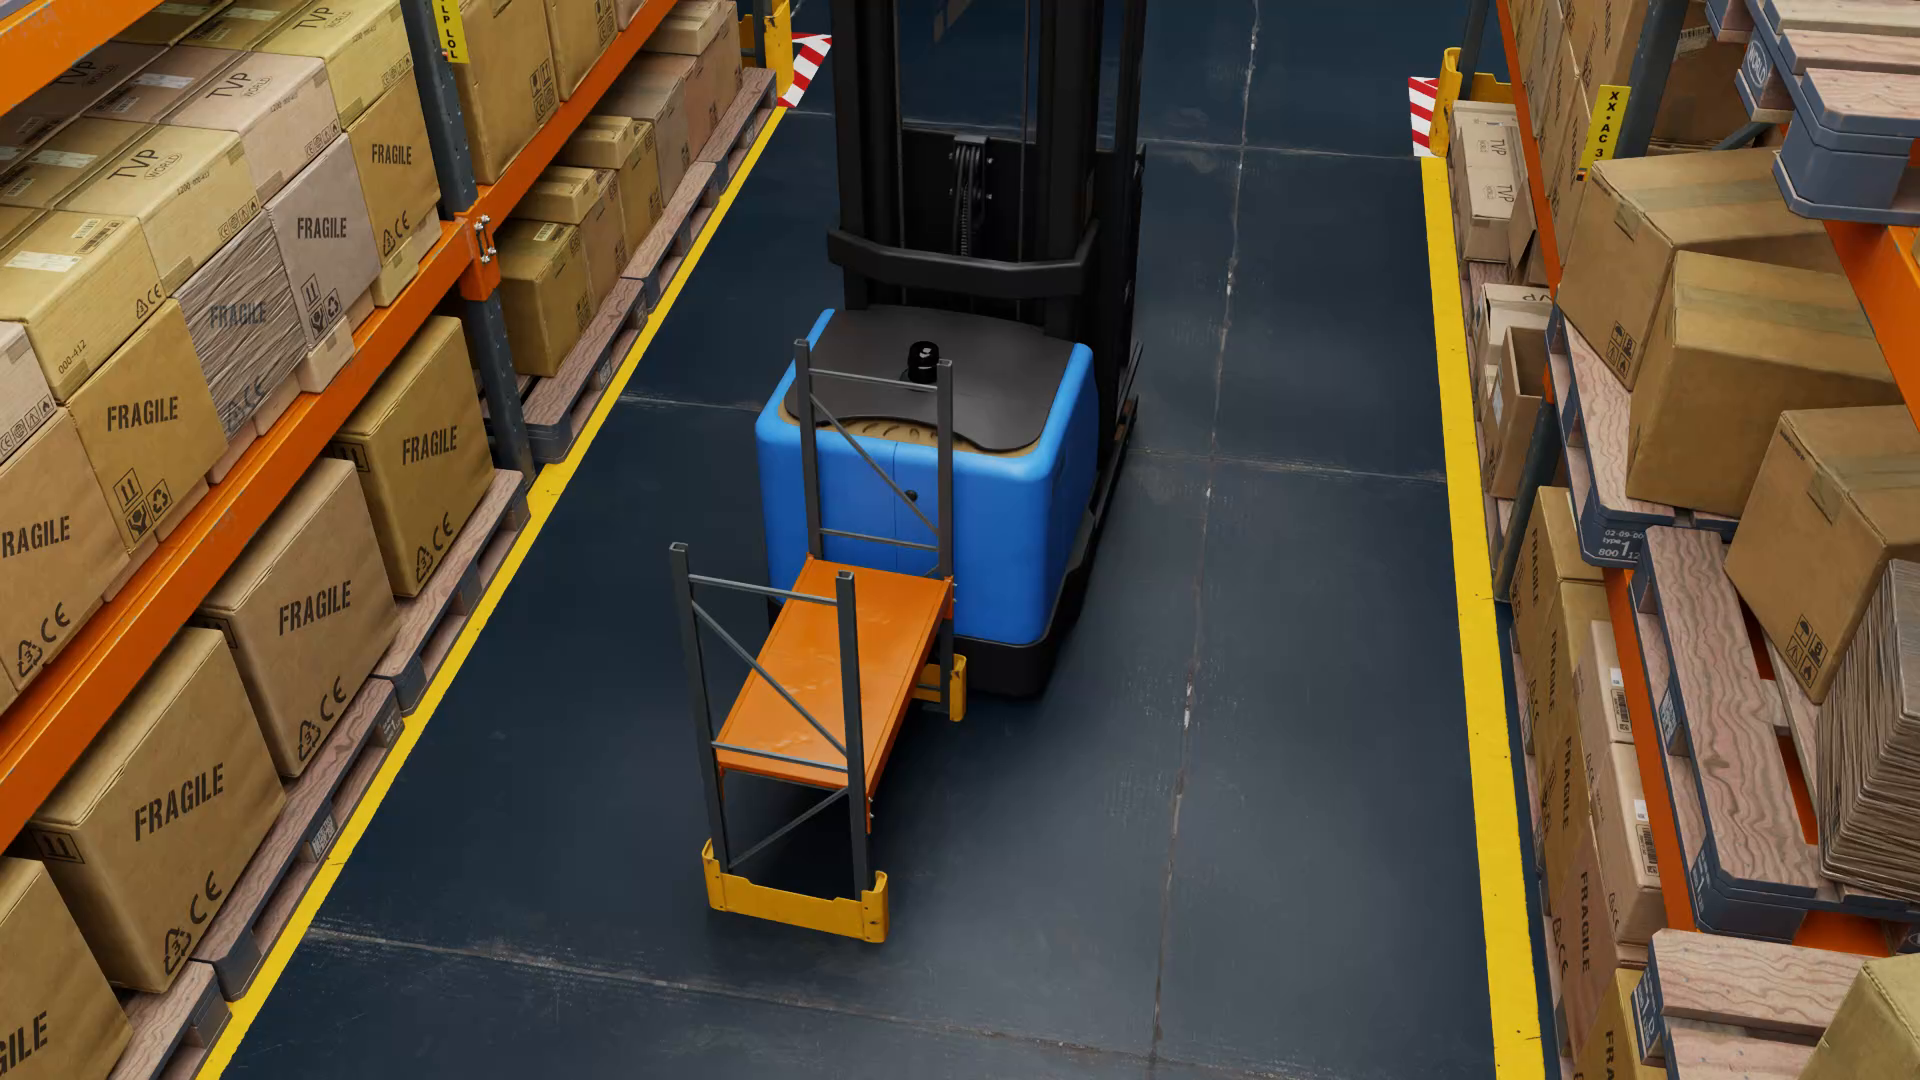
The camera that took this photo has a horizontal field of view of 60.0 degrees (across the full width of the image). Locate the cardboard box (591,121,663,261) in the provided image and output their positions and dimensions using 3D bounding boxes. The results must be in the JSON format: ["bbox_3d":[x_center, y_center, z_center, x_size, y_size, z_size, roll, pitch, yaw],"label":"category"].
[{"bbox_3d":[-1.891,-1.732,8.123,0.700,0.500,0.500,7,40,9],"label":"cardboard box"}]

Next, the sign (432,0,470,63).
[{"bbox_3d":[-1.767,-1.801,5.728,0.100,0.325,0.005,6,40,8],"label":"sign"}]

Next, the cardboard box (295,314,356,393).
[{"bbox_3d":[-2.180,-0.616,5.322,0.380,0.149,0.250,6,40,8],"label":"cardboard box"}]

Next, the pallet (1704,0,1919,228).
[{"bbox_3d":[2.218,-0.926,3.310,1.213,0.211,1.003,6,40,8],"label":"pallet"}]

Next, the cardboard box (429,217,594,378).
[{"bbox_3d":[-2.073,-1.096,7.353,0.700,0.500,0.500,7,40,8],"label":"cardboard box"}]

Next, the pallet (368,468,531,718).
[{"bbox_3d":[-2.362,0.128,6.429,1.003,0.211,1.213,6,40,8],"label":"pallet"}]

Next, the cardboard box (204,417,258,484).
[{"bbox_3d":[-2.346,-0.314,4.957,0.380,0.149,0.250,5,40,6],"label":"cardboard box"}]

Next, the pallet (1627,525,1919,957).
[{"bbox_3d":[2.216,0.468,3.980,1.003,0.211,1.213,6,40,8],"label":"pallet"}]

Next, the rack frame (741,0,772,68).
[{"bbox_3d":[-1.611,-3.949,9.173,1.000,3.000,0.127,6,40,8],"label":"rack frame"}]

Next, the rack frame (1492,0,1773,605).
[{"bbox_3d":[2.576,-0.895,5.479,1.000,3.000,0.127,6,40,8],"label":"rack frame"}]

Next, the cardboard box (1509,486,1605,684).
[{"bbox_3d":[2.253,0.175,5.800,0.500,0.500,0.500,5,40,6],"label":"cardboard box"}]

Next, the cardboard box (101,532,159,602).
[{"bbox_3d":[-2.455,0.015,4.559,0.380,0.149,0.250,7,40,8],"label":"cardboard box"}]

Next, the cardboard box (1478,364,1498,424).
[{"bbox_3d":[2.401,-0.597,7.010,0.380,0.149,0.250,6,40,8],"label":"cardboard box"}]

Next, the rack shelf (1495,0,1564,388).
[{"bbox_3d":[2.923,-1.873,7.226,1.077,0.370,4.000,6,40,8],"label":"rack shelf"}]

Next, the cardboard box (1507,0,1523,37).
[{"bbox_3d":[2.758,-2.556,7.409,0.500,0.500,0.500,6,40,8],"label":"cardboard box"}]

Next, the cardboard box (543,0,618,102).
[{"bbox_3d":[-2.061,-2.351,7.004,0.980,0.700,0.700,5,40,7],"label":"cardboard box"}]

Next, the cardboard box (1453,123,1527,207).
[{"bbox_3d":[2.809,-1.892,8.497,0.500,0.250,0.500,6,40,8],"label":"cardboard box"}]

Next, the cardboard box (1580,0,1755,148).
[{"bbox_3d":[2.409,-1.665,5.547,0.500,0.500,0.500,7,40,8],"label":"cardboard box"}]

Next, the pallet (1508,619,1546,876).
[{"bbox_3d":[2.473,0.694,5.745,1.003,0.211,1.213,6,40,8],"label":"pallet"}]

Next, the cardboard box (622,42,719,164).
[{"bbox_3d":[-1.720,-2.384,8.911,0.700,0.500,0.500,6,40,8],"label":"cardboard box"}]

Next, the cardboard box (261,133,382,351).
[{"bbox_3d":[-2.213,-0.961,5.231,0.500,0.500,0.500,7,40,8],"label":"cardboard box"}]

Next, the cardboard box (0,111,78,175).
[{"bbox_3d":[-2.805,-0.985,4.671,0.500,0.250,0.500,5,40,6],"label":"cardboard box"}]

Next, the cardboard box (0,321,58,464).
[{"bbox_3d":[-2.488,-0.287,3.827,0.500,0.250,0.500,7,40,8],"label":"cardboard box"}]

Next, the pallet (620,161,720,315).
[{"bbox_3d":[-1.886,-1.601,8.521,1.003,0.211,1.213,6,40,8],"label":"pallet"}]

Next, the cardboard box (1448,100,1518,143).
[{"bbox_3d":[2.858,-2.252,9.011,0.380,0.149,0.250,6,40,8],"label":"cardboard box"}]

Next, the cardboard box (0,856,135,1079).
[{"bbox_3d":[-2.739,1.291,4.192,0.750,0.750,0.750,6,40,7],"label":"cardboard box"}]

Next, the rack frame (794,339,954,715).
[{"bbox_3d":[-0.268,0.003,5.569,0.500,1.500,0.032,9,40,11],"label":"rack frame"}]

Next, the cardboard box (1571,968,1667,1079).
[{"bbox_3d":[1.905,1.471,4.233,0.500,0.500,0.500,5,40,6],"label":"cardboard box"}]

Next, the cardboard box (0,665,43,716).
[{"bbox_3d":[-2.570,0.329,4.179,0.380,0.149,0.250,7,40,9],"label":"cardboard box"}]

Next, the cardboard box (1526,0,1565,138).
[{"bbox_3d":[2.585,-1.922,6.642,0.500,0.500,0.500,7,40,9],"label":"cardboard box"}]

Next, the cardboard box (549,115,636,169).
[{"bbox_3d":[-1.744,-1.868,7.778,0.380,0.149,0.250,5,40,6],"label":"cardboard box"}]

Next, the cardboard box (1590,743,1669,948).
[{"bbox_3d":[1.993,0.829,4.422,0.500,0.250,0.500,6,40,7],"label":"cardboard box"}]

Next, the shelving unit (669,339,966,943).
[{"bbox_3d":[-0.391,0.312,5.196,0.587,1.500,1.083,9,40,11],"label":"shelving unit"}]

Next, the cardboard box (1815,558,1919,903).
[{"bbox_3d":[2.229,0.454,3.439,0.700,0.500,0.500,14,42,16],"label":"cardboard box"}]

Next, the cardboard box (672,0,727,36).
[{"bbox_3d":[-1.476,-2.847,8.962,0.380,0.149,0.250,6,40,7],"label":"cardboard box"}]

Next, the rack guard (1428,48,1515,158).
[{"bbox_3d":[3.256,-2.395,9.254,1.175,0.500,0.348,6,40,8],"label":"rack guard"}]

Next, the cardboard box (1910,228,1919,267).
[{"bbox_3d":[2.105,-0.503,2.572,0.910,0.500,0.500,6,40,8],"label":"cardboard box"}]

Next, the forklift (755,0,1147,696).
[{"bbox_3d":[0.157,-1.518,6.286,1.130,2.935,3.031,9,40,11],"label":"forklift"}]

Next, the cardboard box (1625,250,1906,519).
[{"bbox_3d":[2.218,-0.384,4.453,0.700,0.500,0.500,12,41,15],"label":"cardboard box"}]

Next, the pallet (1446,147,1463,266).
[{"bbox_3d":[3.119,-1.783,8.741,1.003,0.211,1.213,6,40,8],"label":"pallet"}]

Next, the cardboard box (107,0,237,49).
[{"bbox_3d":[-2.639,-1.629,5.450,0.500,0.250,0.500,8,40,9],"label":"cardboard box"}]

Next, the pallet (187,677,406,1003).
[{"bbox_3d":[-2.571,0.896,5.501,1.003,0.211,1.213,6,40,8],"label":"pallet"}]

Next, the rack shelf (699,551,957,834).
[{"bbox_3d":[-0.393,0.456,5.304,0.538,0.185,1.000,9,40,11],"label":"rack shelf"}]

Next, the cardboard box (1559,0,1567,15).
[{"bbox_3d":[2.582,-2.303,6.318,0.500,0.500,0.500,7,40,8],"label":"cardboard box"}]

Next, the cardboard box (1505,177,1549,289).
[{"bbox_3d":[2.897,-1.282,7.561,0.797,0.503,0.637,6,40,8],"label":"cardboard box"}]

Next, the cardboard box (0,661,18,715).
[{"bbox_3d":[-2.559,0.306,3.698,0.500,0.500,0.500,8,40,9],"label":"cardboard box"}]

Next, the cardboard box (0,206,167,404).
[{"bbox_3d":[-2.406,-0.608,4.215,0.500,0.250,0.500,6,40,7],"label":"cardboard box"}]

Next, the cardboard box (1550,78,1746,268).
[{"bbox_3d":[2.410,-1.276,5.861,0.500,0.500,0.500,7,40,8],"label":"cardboard box"}]

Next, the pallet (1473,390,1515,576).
[{"bbox_3d":[2.696,-0.251,6.889,1.003,0.211,1.213,6,40,8],"label":"pallet"}]

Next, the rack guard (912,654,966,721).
[{"bbox_3d":[-0.268,0.486,5.966,0.587,0.250,0.087,9,40,11],"label":"rack guard"}]

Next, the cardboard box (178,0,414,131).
[{"bbox_3d":[-2.132,-1.568,5.376,0.500,0.250,0.500,7,40,9],"label":"cardboard box"}]

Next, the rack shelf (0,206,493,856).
[{"bbox_3d":[-2.649,0.093,4.848,1.077,0.370,4.000,6,40,8],"label":"rack shelf"}]

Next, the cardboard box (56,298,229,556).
[{"bbox_3d":[-2.390,-0.333,4.471,0.500,0.500,0.500,7,40,9],"label":"cardboard box"}]

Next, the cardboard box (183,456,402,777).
[{"bbox_3d":[-2.438,0.208,5.502,0.750,0.750,0.750,8,40,9],"label":"cardboard box"}]

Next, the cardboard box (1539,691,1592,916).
[{"bbox_3d":[2.078,0.824,5.016,0.500,0.500,0.500,7,40,8],"label":"cardboard box"}]

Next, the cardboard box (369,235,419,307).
[{"bbox_3d":[-2.103,-0.946,5.721,0.380,0.149,0.250,7,40,8],"label":"cardboard box"}]
